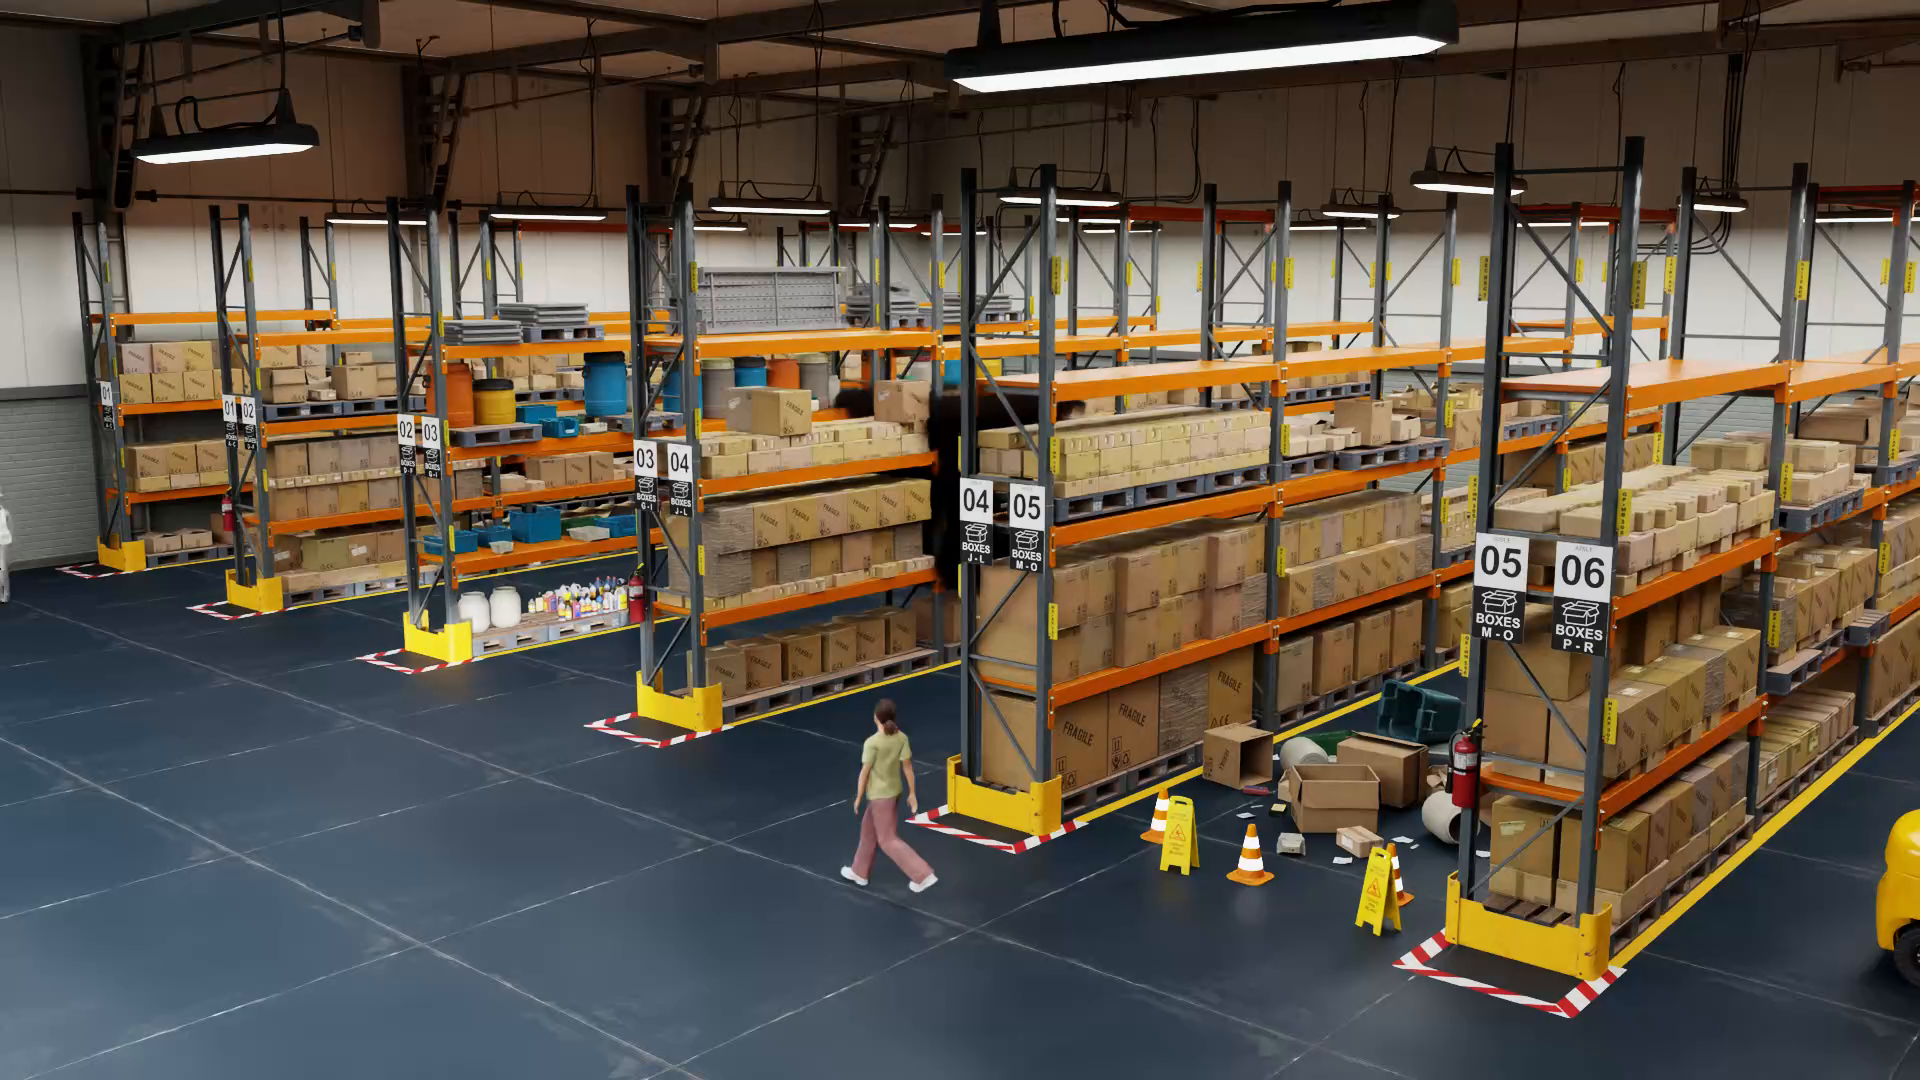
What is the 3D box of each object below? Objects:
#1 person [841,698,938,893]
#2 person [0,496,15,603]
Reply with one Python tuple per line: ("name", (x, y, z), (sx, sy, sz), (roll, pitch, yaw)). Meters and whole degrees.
("person", (-0.609, 2.111, 13.671), (0.983, 1.639, 0.430), (4, 10, 20))
("person", (-14.834, 0.064, 25.562), (0.511, 1.742, 0.740), (-2, 10, -13))
